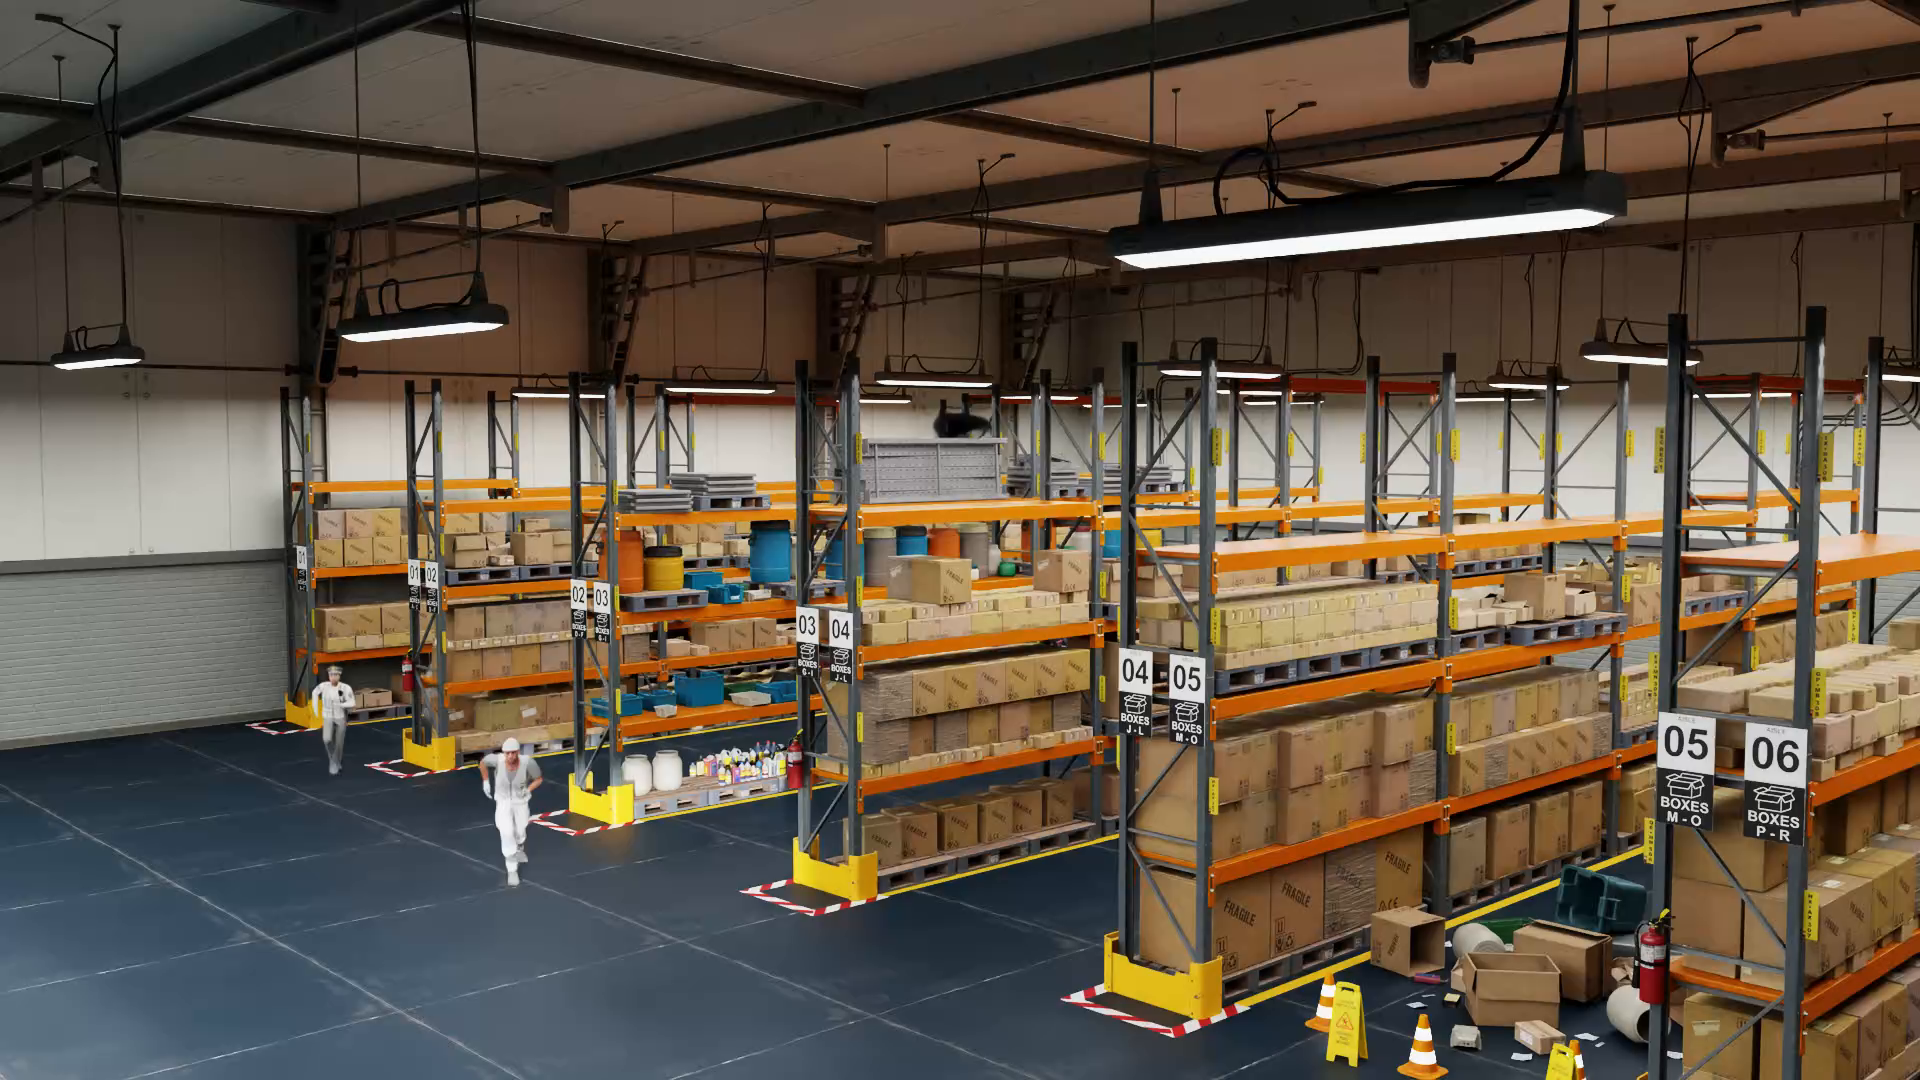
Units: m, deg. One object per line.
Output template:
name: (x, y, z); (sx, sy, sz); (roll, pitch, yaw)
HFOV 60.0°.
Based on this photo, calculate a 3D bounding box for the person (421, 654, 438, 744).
person: (-8.696, 2.630, 27.616); (0.538, 1.566, 0.500); (2, 4, 31)

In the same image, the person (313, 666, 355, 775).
person: (-9.461, 2.711, 25.131); (0.640, 1.662, 0.779); (-1, 4, -13)

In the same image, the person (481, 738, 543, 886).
person: (-5.219, 3.104, 19.410); (0.706, 1.731, 1.053); (-1, 4, -11)
